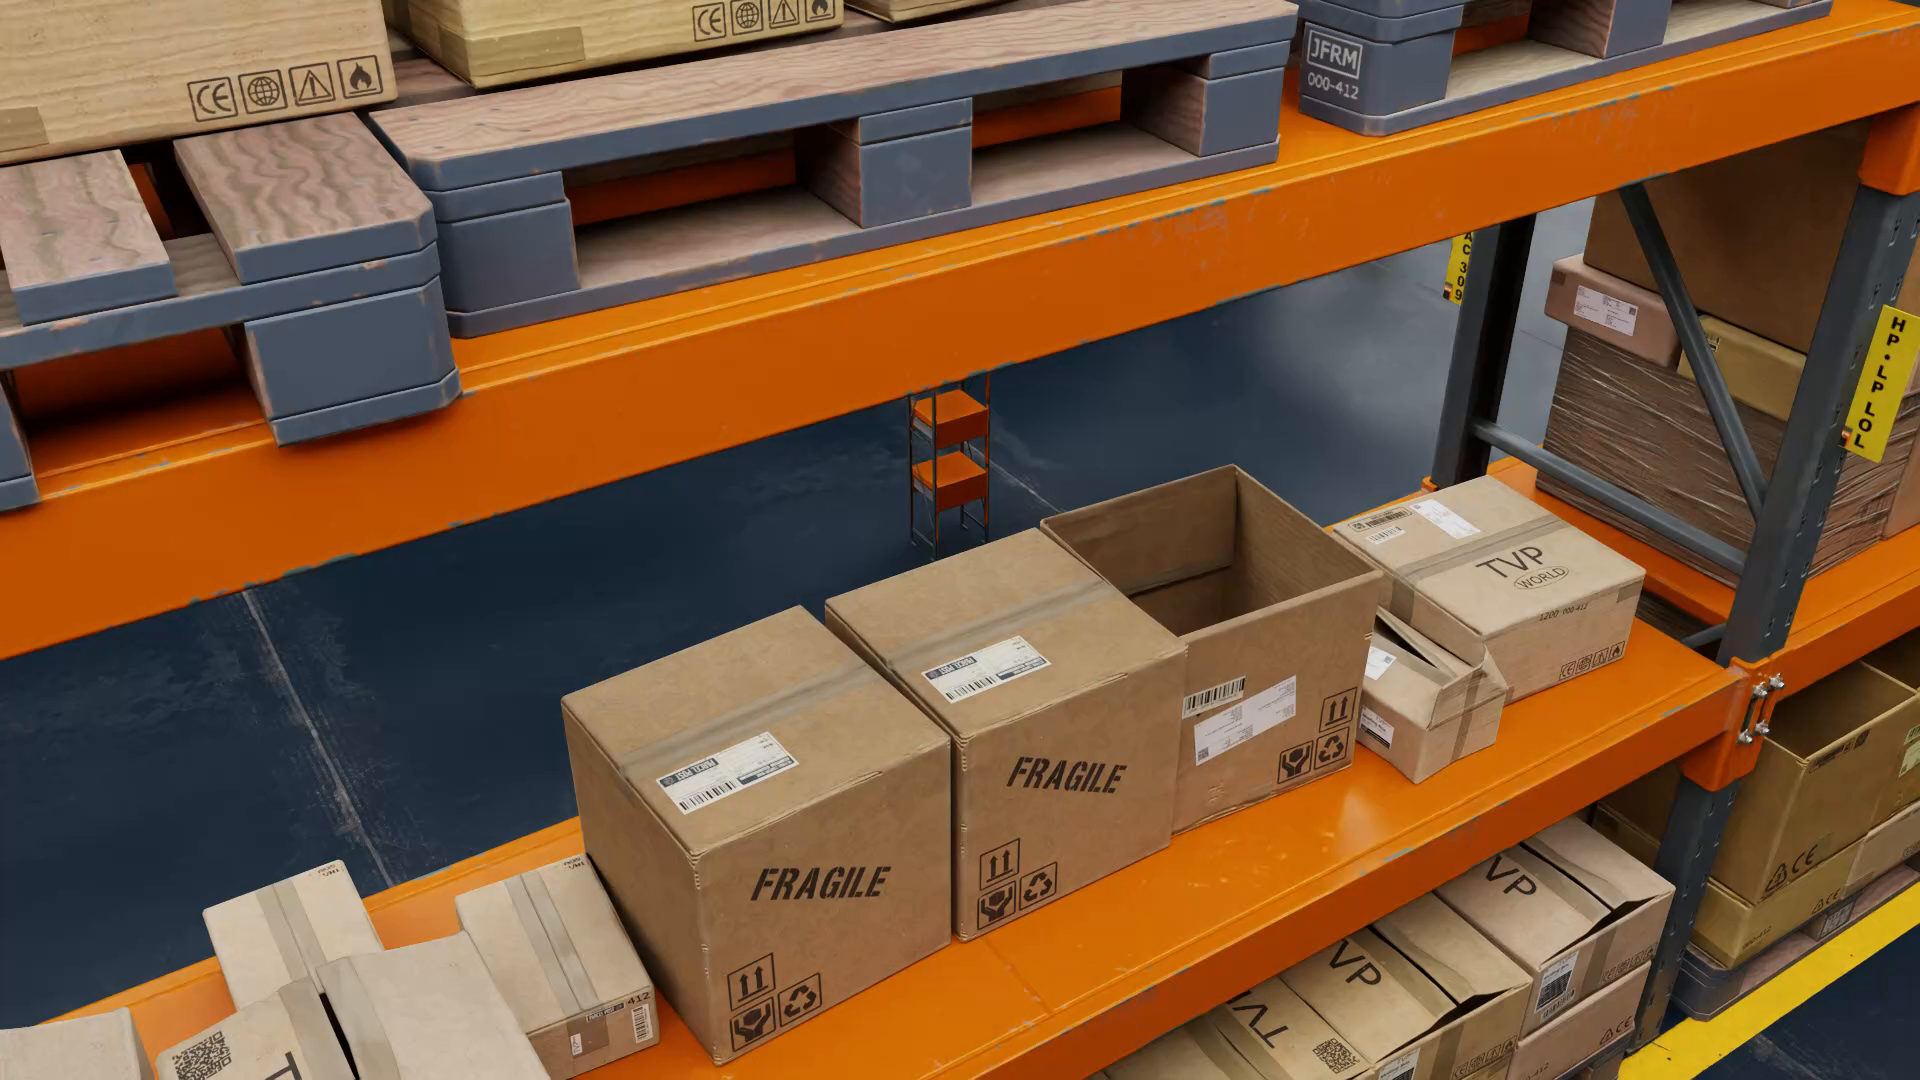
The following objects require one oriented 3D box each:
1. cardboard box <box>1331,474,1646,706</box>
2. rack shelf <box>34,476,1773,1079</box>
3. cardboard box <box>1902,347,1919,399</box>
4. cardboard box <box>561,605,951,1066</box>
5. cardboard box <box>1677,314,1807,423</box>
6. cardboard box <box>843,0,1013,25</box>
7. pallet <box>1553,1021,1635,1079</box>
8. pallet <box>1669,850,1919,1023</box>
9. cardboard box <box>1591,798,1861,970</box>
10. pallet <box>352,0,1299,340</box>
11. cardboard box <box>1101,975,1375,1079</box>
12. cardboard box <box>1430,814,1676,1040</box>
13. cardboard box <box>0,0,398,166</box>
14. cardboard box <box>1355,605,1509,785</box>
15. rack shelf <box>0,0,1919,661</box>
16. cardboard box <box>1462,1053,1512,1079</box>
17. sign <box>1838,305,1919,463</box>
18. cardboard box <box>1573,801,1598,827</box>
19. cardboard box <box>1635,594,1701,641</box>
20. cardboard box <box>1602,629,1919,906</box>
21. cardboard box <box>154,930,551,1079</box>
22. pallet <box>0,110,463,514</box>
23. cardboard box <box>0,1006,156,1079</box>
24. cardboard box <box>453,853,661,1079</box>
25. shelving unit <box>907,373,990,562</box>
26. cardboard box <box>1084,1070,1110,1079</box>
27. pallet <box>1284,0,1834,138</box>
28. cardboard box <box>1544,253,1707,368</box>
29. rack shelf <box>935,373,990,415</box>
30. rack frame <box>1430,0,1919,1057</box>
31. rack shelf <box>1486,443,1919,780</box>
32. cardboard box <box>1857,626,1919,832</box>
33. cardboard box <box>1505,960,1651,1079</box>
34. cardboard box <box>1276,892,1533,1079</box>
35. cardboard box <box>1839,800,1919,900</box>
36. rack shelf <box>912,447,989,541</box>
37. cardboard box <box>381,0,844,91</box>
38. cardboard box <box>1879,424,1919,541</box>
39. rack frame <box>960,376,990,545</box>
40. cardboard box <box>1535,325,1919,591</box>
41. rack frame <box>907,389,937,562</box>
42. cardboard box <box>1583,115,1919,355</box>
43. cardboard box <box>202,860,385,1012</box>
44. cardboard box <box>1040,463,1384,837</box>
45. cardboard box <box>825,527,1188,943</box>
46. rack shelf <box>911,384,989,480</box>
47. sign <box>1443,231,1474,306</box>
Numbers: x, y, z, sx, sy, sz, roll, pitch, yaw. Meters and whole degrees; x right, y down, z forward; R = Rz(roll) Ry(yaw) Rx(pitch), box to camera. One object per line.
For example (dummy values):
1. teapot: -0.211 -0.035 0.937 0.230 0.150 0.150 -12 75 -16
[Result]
1. cardboard box: 1.209 0.120 3.889 0.500 0.250 0.500 -17 36 -24
2. rack shelf: -0.082 0.777 3.381 4.000 0.370 1.077 -19 37 -27
3. cardboard box: 2.141 -0.485 4.006 0.250 0.149 0.380 -18 37 -27
4. cardboard box: -0.361 0.516 3.026 0.500 0.500 0.500 -21 38 -30
5. cardboard box: 1.930 -0.413 3.891 0.250 0.149 0.380 -19 37 -27
6. cardboard box: -0.041 -0.963 2.401 0.500 0.250 0.500 -22 39 -31
7. pallet: 1.001 1.304 4.484 1.213 0.211 1.003 -19 37 -27
8. pallet: 2.290 0.863 5.184 1.213 0.211 1.003 -19 37 -27
9. cardboard box: 2.153 0.882 4.724 0.500 0.250 0.500 -19 37 -27
10. pallet: -0.302 -0.699 2.412 1.213 0.211 1.003 -17 36 -25
11. cardboard box: 0.560 1.185 3.718 0.500 0.311 0.500 -19 37 -27
12. cardboard box: 1.414 0.888 4.188 0.500 0.311 0.500 -19 37 -27
13. cardboard box: -0.981 -0.648 1.901 0.500 0.250 0.500 -18 36 -26
14. cardboard box: 0.960 0.288 3.608 0.258 0.266 0.396 -20 37 -28
15. rack shelf: -0.082 -0.492 2.581 4.000 0.370 1.077 -19 37 -27
16. cardboard box: 0.982 1.275 4.100 0.500 0.250 0.500 -20 37 -28
17. sign: 1.902 -0.321 3.436 0.005 0.325 0.100 -19 37 -27
18. cardboard box: 1.871 0.648 5.095 0.500 0.250 0.500 -19 37 -27
19. cardboard box: 2.297 0.191 5.116 0.500 0.500 0.500 -19 37 -27
20. cardboard box: 2.159 0.569 4.517 0.500 0.500 0.500 -19 37 -27
21. cardboard box: -0.906 0.917 2.568 0.500 0.311 0.500 -19 37 -28
22. pallet: -1.241 -0.374 1.897 1.003 0.211 1.213 -17 36 -25
23. cardboard box: -1.433 1.003 2.432 0.500 0.311 0.500 -17 36 -24
24. cardboard box: -0.721 0.763 2.964 0.250 0.149 0.380 -16 36 -24
25. shelving unit: -0.045 -0.429 6.445 0.252 1.050 0.215 -19 37 -27
26. cardboard box: 0.135 1.328 3.491 0.500 0.311 0.500 -19 37 -28
27. pallet: 0.865 -1.032 2.943 1.217 0.209 0.805 -21 38 -29
28. cardboard box: 1.712 -0.597 4.183 0.250 0.149 0.380 -19 37 -27
29. rack shelf: -0.045 -0.660 6.300 0.240 0.259 0.215 -19 37 -27
30. rack frame: 1.599 -0.105 4.106 0.127 3.000 1.000 -19 37 -27
31. rack shelf: 3.280 -0.379 5.214 4.000 0.370 1.077 -19 37 -27
32. cardboard box: 2.575 0.421 4.752 0.500 0.500 0.500 -19 37 -27
33. cardboard box: 1.408 1.130 4.331 0.500 0.250 0.500 -19 37 -28
34. cardboard box: 0.980 1.042 3.945 0.500 0.311 0.500 -18 36 -26
35. cardboard box: 2.576 0.740 4.950 0.500 0.250 0.500 -19 37 -27
36. rack shelf: -0.045 -0.185 6.599 0.240 0.259 0.215 -19 37 -27
37. cardboard box: -0.494 -0.808 2.155 0.500 0.250 0.500 -20 37 -28
38. cardboard box: 2.409 -0.434 4.533 0.500 0.500 0.700 -19 37 -28
39. rack frame: 0.058 -0.464 6.501 0.008 1.050 0.200 -19 37 -27
40. cardboard box: 1.969 -0.279 4.287 0.500 0.500 0.700 -20 37 -28
41. rack frame: -0.148 -0.393 6.390 0.008 1.050 0.200 -19 37 -27
42. cardboard box: 1.969 -0.827 3.941 0.500 0.500 0.700 -19 37 -27
43. cardboard box: -1.156 0.773 2.948 0.250 0.149 0.380 -19 37 -27
44. cardboard box: 0.502 0.219 3.497 0.500 0.500 0.500 -16 36 -24
45. cardboard box: 0.081 0.364 3.268 0.500 0.500 0.500 -19 37 -27
46. rack shelf: -0.045 -0.420 6.451 0.240 0.259 0.215 -19 37 -27
47. sign: 1.297 -0.753 4.247 0.005 0.325 0.100 -19 37 -27
